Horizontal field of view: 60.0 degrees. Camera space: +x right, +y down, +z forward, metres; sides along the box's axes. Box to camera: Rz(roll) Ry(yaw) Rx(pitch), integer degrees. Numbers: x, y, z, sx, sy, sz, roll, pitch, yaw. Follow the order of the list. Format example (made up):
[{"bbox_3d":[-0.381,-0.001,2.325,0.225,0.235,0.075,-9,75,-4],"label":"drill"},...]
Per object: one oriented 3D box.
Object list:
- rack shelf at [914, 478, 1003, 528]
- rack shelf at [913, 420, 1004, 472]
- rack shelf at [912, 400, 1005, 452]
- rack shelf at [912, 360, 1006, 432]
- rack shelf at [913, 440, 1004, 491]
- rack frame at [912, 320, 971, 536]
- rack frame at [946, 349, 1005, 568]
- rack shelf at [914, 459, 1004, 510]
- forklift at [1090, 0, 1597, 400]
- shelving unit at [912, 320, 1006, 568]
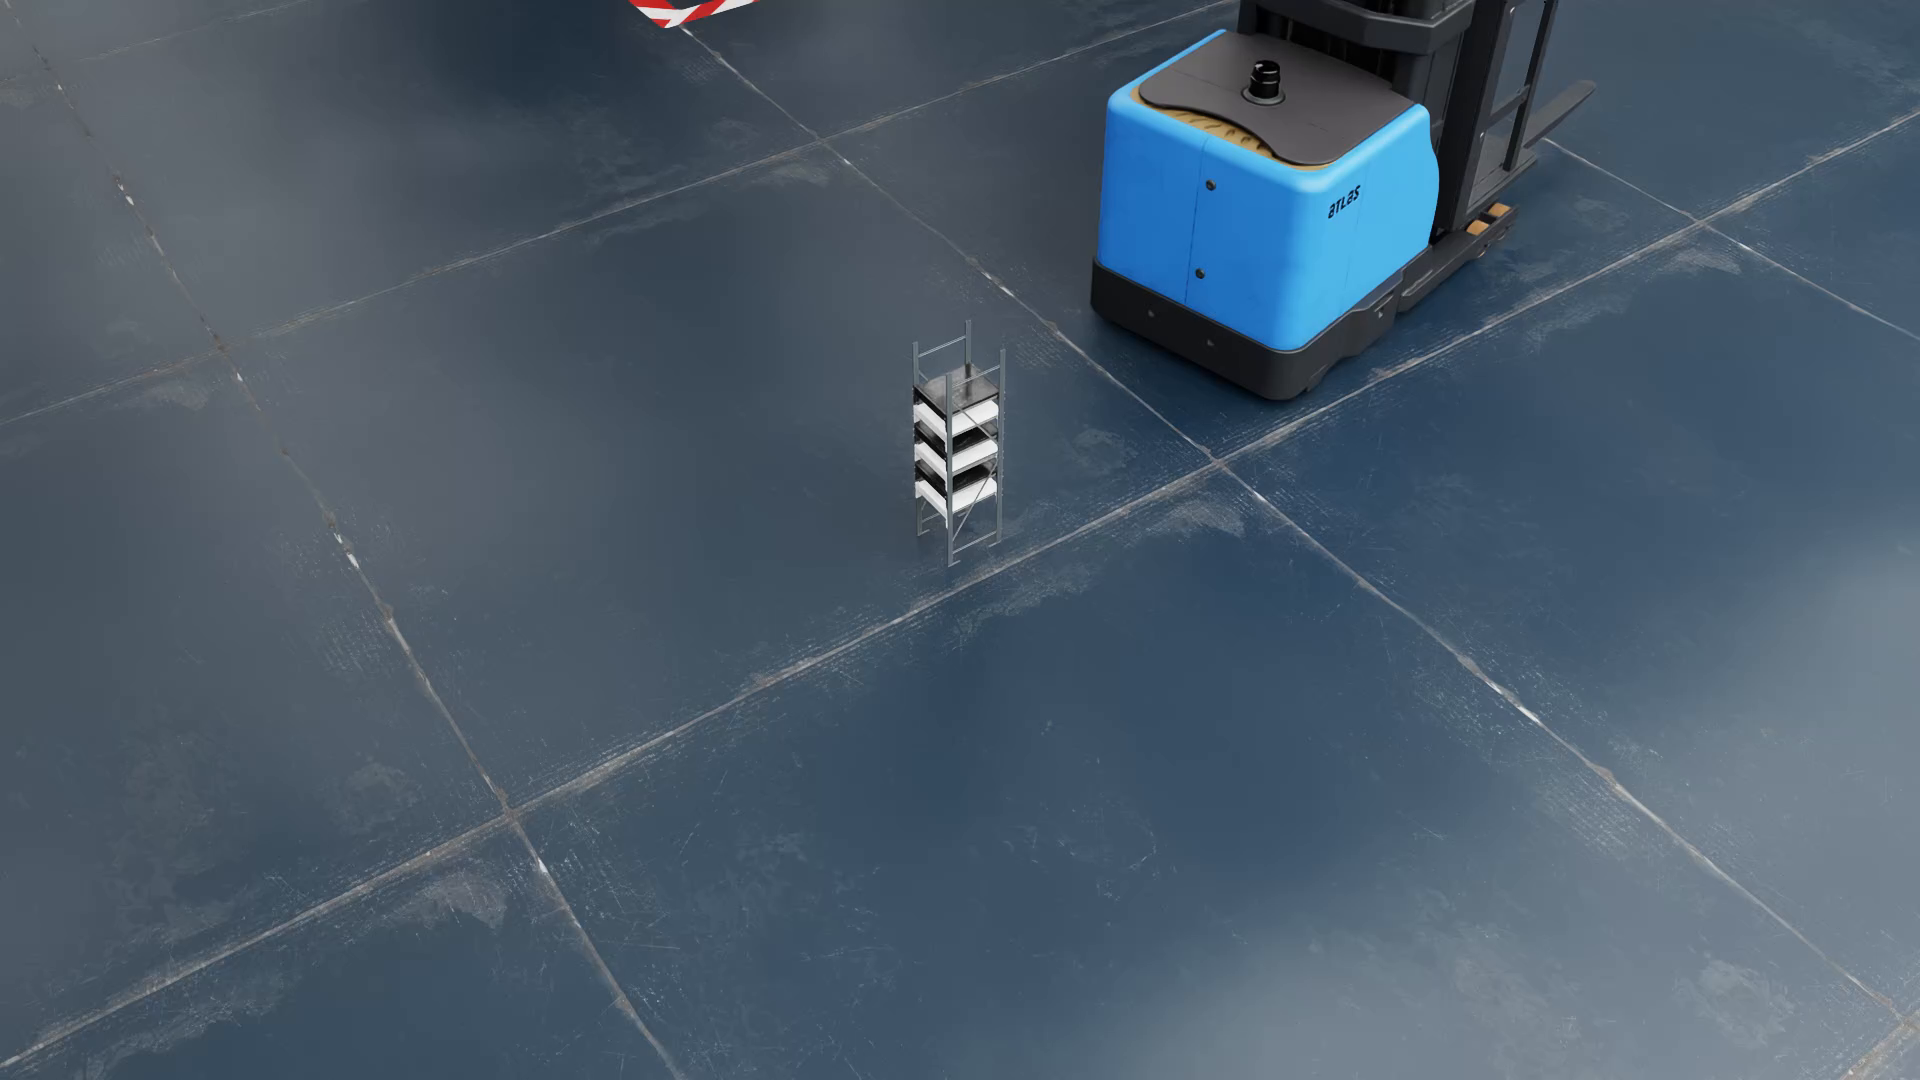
[{"bbox_3d":[-0.005,-0.176,6.091,0.258,0.077,0.200,-26,49,-24],"label":"rack shelf"},{"bbox_3d":[-0.005,-0.371,5.905,0.258,0.077,0.200,-26,49,-24],"label":"rack shelf"},{"bbox_3d":[-0.005,-0.436,5.843,0.258,0.077,0.200,-26,49,-24],"label":"rack shelf"},{"bbox_3d":[-0.005,-0.501,5.781,0.258,0.077,0.200,-26,49,-24],"label":"rack shelf"},{"bbox_3d":[-0.005,-0.306,5.967,0.258,0.077,0.200,-26,49,-24],"label":"rack shelf"},{"bbox_3d":[-0.063,-0.388,6.004,0.240,0.900,0.006,-26,49,-24],"label":"rack frame"},{"bbox_3d":[0.054,-0.273,5.884,0.240,0.900,0.006,-26,49,-24],"label":"rack frame"},{"bbox_3d":[-0.005,-0.241,6.029,0.258,0.077,0.200,-26,49,-24],"label":"rack shelf"},{"bbox_3d":[1.926,-2.563,6.812,1.130,2.935,3.031,32,52,29],"label":"forklift"},{"bbox_3d":[-0.005,-0.330,5.944,0.258,0.900,0.210,-26,49,-24],"label":"shelving unit"}]
